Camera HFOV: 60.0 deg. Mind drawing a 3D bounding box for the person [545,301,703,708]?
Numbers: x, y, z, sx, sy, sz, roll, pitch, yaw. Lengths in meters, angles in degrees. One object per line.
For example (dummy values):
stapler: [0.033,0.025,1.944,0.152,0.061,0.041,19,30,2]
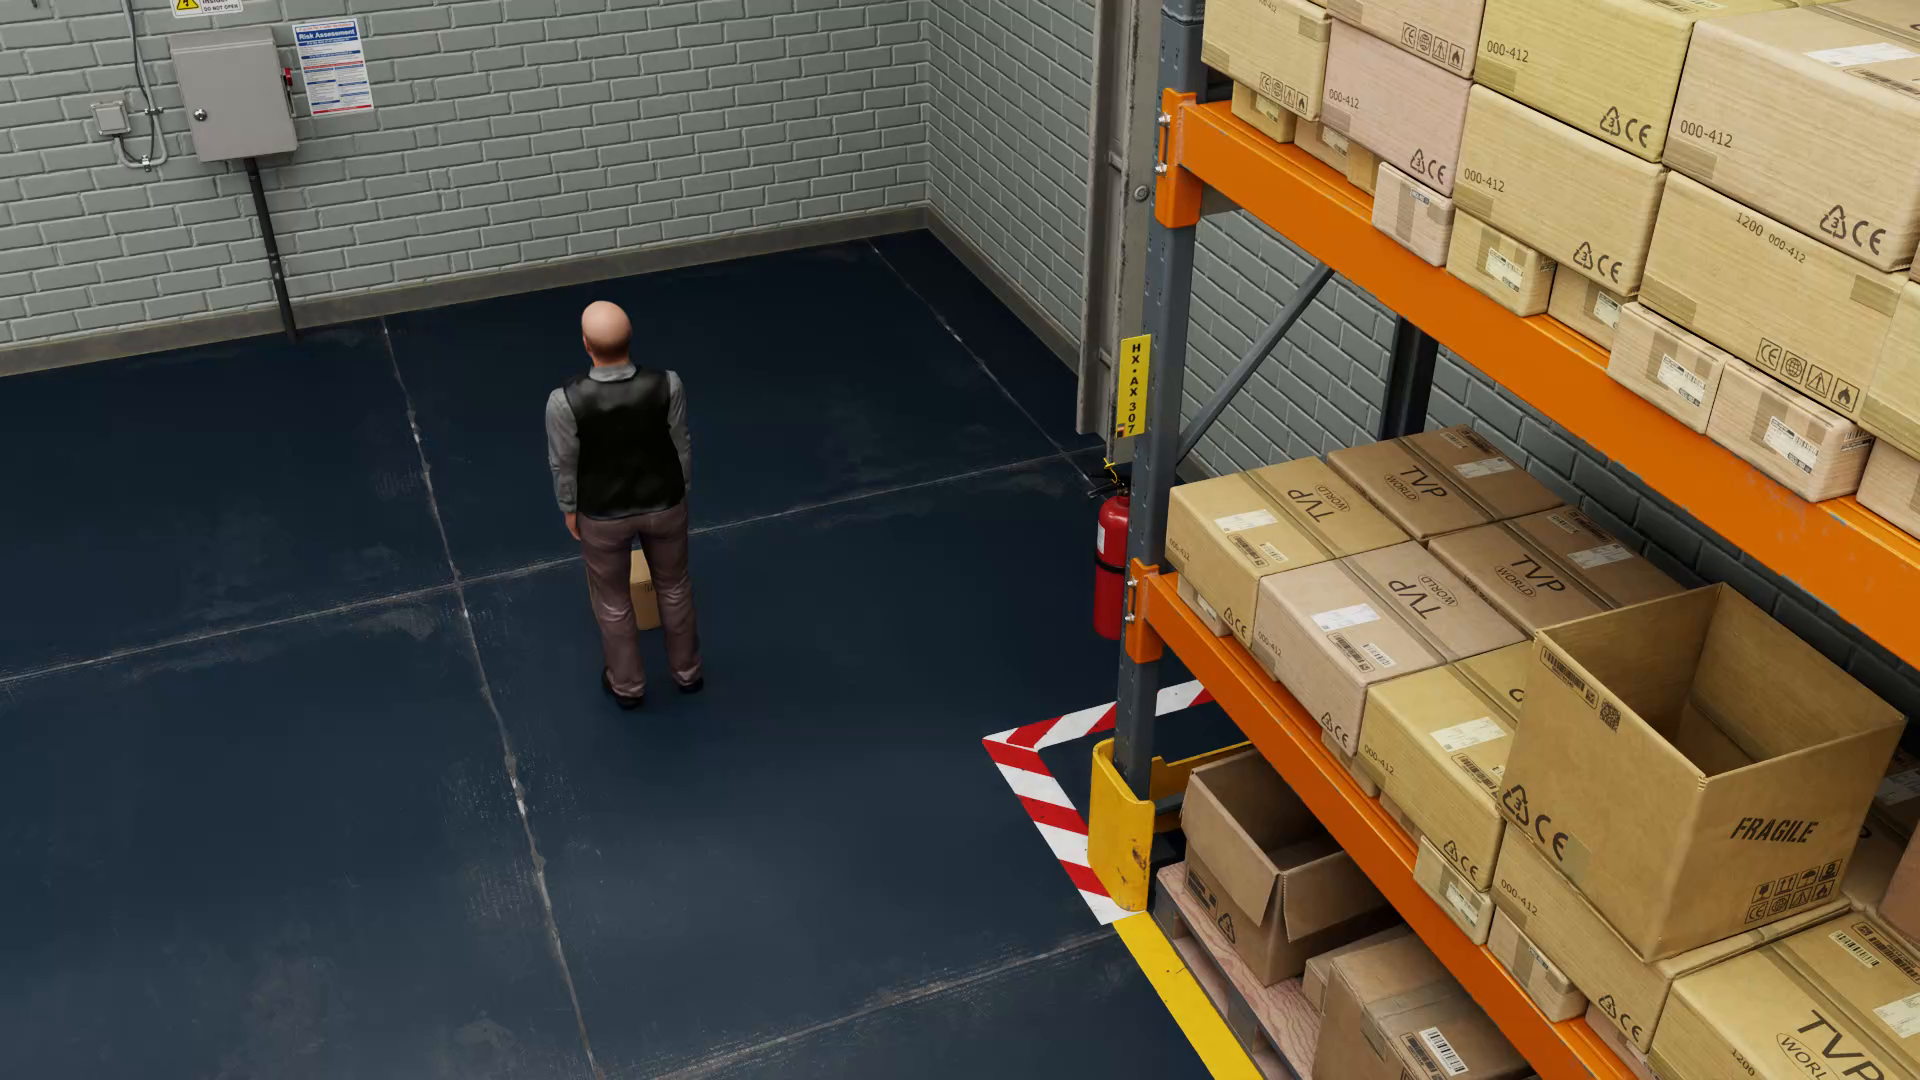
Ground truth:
person: [-1.276,-0.127,6.369,0.531,1.723,0.359,-12,35,-18]
